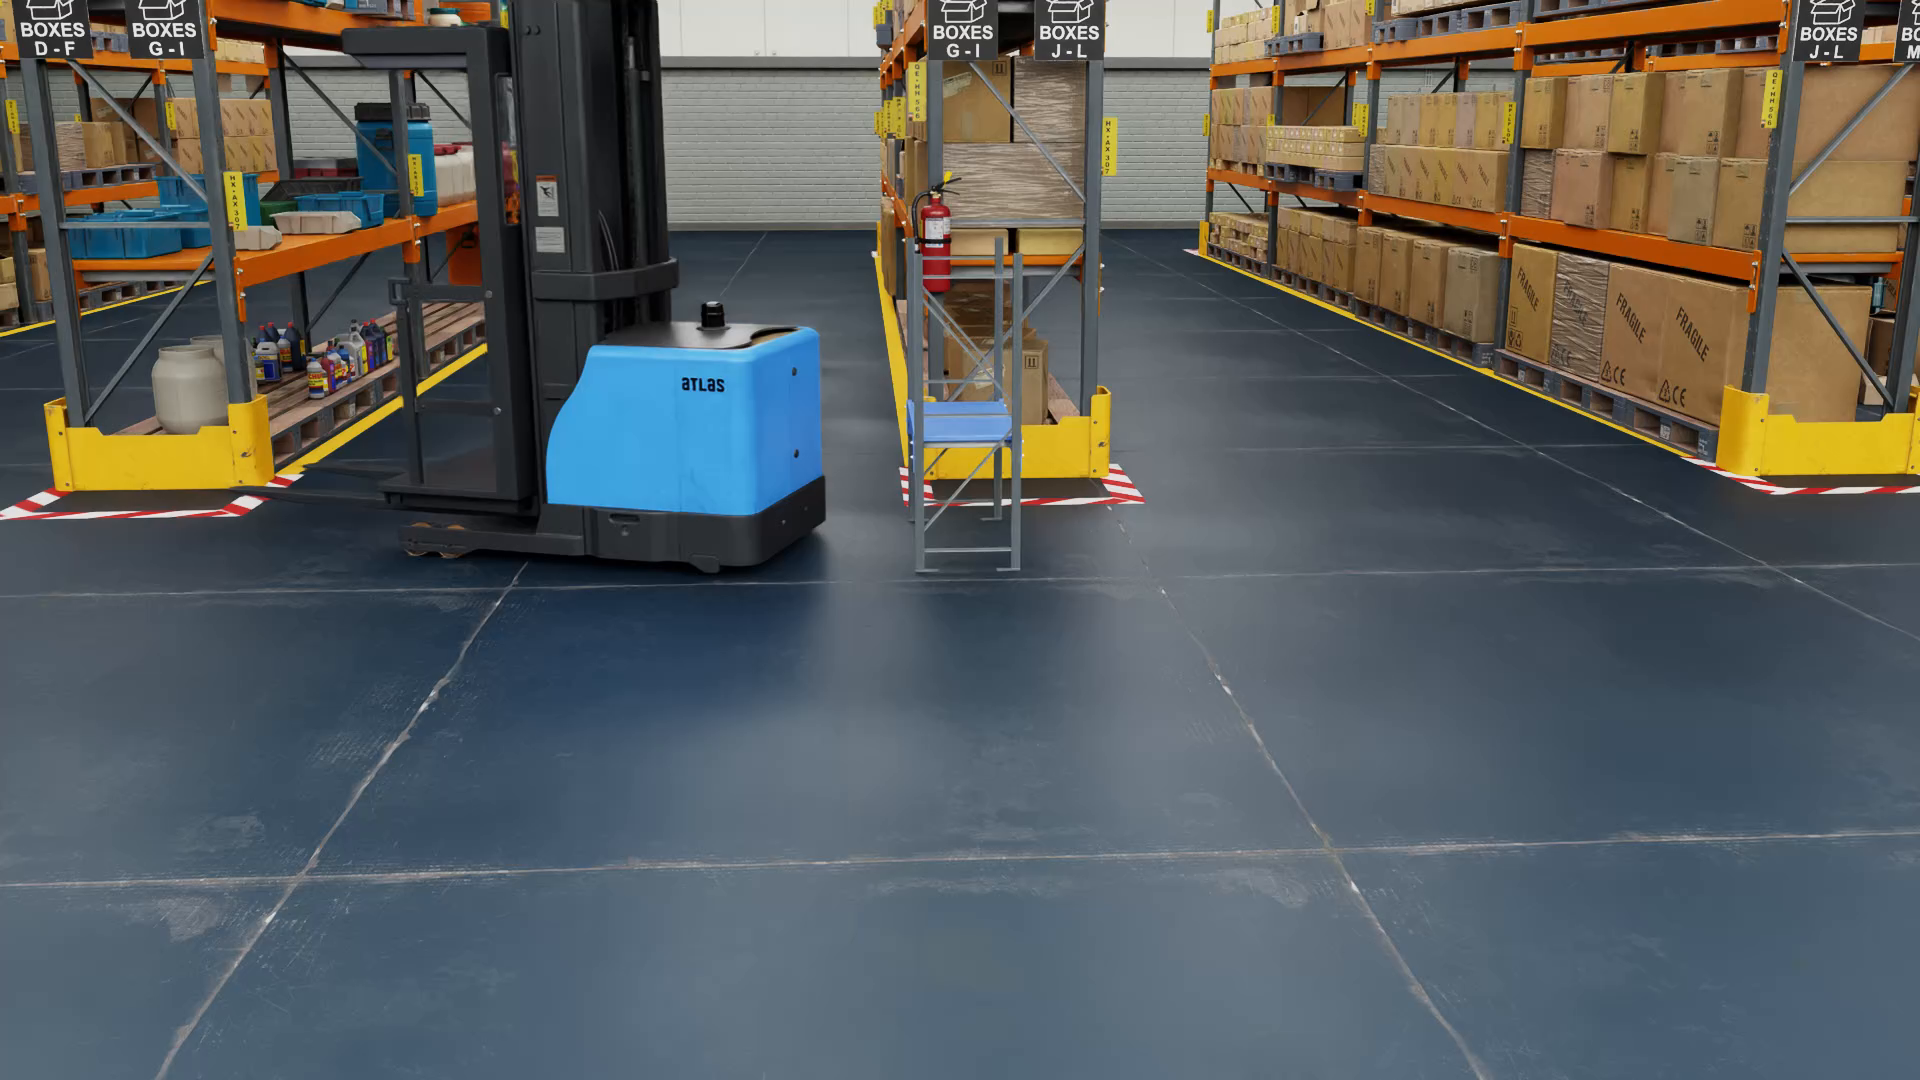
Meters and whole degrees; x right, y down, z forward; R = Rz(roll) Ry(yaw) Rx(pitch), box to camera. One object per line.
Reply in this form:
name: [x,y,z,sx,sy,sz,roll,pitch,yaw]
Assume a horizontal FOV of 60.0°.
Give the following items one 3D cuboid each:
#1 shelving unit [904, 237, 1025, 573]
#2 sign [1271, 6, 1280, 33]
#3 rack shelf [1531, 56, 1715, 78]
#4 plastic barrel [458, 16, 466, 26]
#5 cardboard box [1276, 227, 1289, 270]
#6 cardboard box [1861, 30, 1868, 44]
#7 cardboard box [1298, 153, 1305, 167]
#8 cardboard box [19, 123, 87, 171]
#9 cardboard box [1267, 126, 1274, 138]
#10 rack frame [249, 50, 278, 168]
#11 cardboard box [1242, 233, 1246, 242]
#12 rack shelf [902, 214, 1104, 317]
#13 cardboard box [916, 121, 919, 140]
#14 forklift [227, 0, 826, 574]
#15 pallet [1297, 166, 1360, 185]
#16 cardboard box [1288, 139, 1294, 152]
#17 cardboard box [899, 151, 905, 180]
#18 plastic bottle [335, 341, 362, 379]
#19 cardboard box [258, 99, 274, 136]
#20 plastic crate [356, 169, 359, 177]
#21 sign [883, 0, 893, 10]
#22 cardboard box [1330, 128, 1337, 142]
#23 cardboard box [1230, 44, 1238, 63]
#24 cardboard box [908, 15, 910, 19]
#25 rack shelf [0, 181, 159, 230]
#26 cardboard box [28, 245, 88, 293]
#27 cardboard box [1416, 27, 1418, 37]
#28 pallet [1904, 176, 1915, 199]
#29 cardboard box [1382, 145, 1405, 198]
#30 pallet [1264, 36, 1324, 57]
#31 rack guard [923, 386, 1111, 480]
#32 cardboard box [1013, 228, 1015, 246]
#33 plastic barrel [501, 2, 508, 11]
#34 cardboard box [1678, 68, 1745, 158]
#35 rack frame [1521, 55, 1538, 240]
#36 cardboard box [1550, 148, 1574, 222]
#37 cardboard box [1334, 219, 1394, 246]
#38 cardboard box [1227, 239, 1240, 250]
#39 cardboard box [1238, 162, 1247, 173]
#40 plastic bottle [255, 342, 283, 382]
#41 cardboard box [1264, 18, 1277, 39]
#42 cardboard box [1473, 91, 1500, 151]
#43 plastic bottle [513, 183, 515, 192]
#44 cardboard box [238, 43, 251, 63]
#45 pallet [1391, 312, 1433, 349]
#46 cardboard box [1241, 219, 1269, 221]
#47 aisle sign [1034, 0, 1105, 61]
shelving unit: [0.005,-0.705,8.257,0.538,1.500,1.048,-1,14,-3]
sign: [3.985,-6.572,20.992,0.100,0.325,0.005,-1,14,-3]
rack shelf: [9.336,-6.582,23.514,1.077,0.370,4.000,-1,14,-3]
plastic barrel: [-5.060,-5.073,16.516,0.294,0.245,0.294,0,14,0]
cardboard box: [4.307,-3.684,20.999,0.500,0.500,0.500,0,14,-1]
cardboard box: [9.558,-5.236,17.341,0.380,0.149,0.250,-1,14,-3]
cardboard box: [4.190,-4.468,19.535,0.380,0.149,0.250,-2,15,-6]
cardboard box: [-10.088,-4.318,18.246,0.700,0.500,0.500,2,15,7]
cardboard box: [4.091,-5.144,20.966,0.380,0.149,0.250,0,14,-1]
rack frame: [-10.566,-5.671,24.546,1.000,3.000,0.127,-1,14,-3]
cardboard box: [4.177,-4.247,23.294,0.380,0.149,0.250,-2,15,-6]
rack shelf: [0.189,-1.992,11.694,1.077,0.370,4.000,-1,14,-3]
cardboard box: [-0.033,-2.902,10.980,0.500,0.500,0.500,-1,14,-3]
forklift: [-2.272,-1.447,8.267,3.031,2.935,1.130,4,15,15]
pallet: [4.610,-4.283,19.538,1.003,0.211,1.213,-1,14,-3]
cardboard box: [4.162,-4.740,19.992,0.380,0.149,0.250,0,14,-1]
cardboard box: [-0.308,-3.543,15.736,0.500,0.250,0.500,-1,14,-5]
plastic bottle: [-4.513,-1.331,12.264,0.152,0.276,0.135,-1,14,-2]
cardboard box: [-10.264,-6.097,23.995,0.500,0.500,0.500,-1,14,-4]
plastic crate: [-5.257,-3.023,14.290,0.392,0.384,0.575,-1,14,-3]
sign: [-0.737,-5.568,16.930,0.100,0.325,0.005,-1,14,-3]
cardboard box: [4.273,-4.432,18.198,0.380,0.149,0.250,-1,14,-4]
cardboard box: [4.124,-6.879,23.526,0.500,0.250,0.500,-1,14,-5]
cardboard box: [-0.125,-3.971,12.221,0.500,0.250,0.500,-1,14,-4]
rack shelf: [-10.194,-3.830,18.836,1.077,0.370,4.000,-1,14,-3]
cardboard box: [-9.851,-2.931,18.032,0.500,0.500,0.500,-1,14,-5]
cardboard box: [5.004,-5.532,17.785,0.500,0.500,0.500,-1,14,-3]
pallet: [9.872,-3.401,16.111,1.003,0.211,1.213,-1,14,-3]
cardboard box: [4.567,-3.691,16.650,0.500,0.500,0.500,-1,14,-4]
pallet: [4.458,-6.086,20.517,1.213,0.211,1.003,-1,14,-3]
rack guard: [0.308,-0.652,10.056,1.175,0.500,0.348,-1,14,-3]
cardboard box: [0.536,-1.921,10.477,0.380,0.149,0.250,-1,14,-3]
plastic barrel: [-4.962,-5.604,17.738,0.294,0.245,0.294,0,14,0]
cardboard box: [5.159,-2.719,10.605,0.875,0.550,0.550,-1,14,-3]
rack frame: [9.213,-5.976,25.731,1.000,3.000,0.127,-1,14,-3]
cardboard box: [5.113,-2.734,12.832,0.875,0.550,0.550,-1,14,-3]
cardboard box: [4.470,-3.406,18.415,0.500,0.250,0.500,-1,14,-5]
cardboard box: [4.057,-4.245,23.885,0.380,0.149,0.250,-2,15,-6]
cardboard box: [4.106,-5.213,23.270,0.380,0.149,0.250,-1,14,-2]
plastic bottle: [-5.058,-1.304,12.159,0.152,0.276,0.135,-1,14,-3]
cardboard box: [4.244,-6.612,21.484,0.500,0.250,0.500,-2,15,-6]
cardboard box: [4.951,-3.674,14.577,0.700,0.500,0.500,-1,14,-4]
plastic bottle: [-4.816,-3.826,17.777,0.097,0.201,0.097,0,14,0]
cardboard box: [-10.251,-6.802,23.226,0.500,0.250,0.500,-1,14,-3]
pallet: [4.820,-2.034,16.008,1.003,0.211,1.213,-1,14,-3]
cardboard box: [4.184,-4.461,23.530,0.380,0.149,0.250,-1,14,-3]
aisle sign: [0.616,-3.092,9.305,0.394,0.787,0.004,-1,14,-3]
